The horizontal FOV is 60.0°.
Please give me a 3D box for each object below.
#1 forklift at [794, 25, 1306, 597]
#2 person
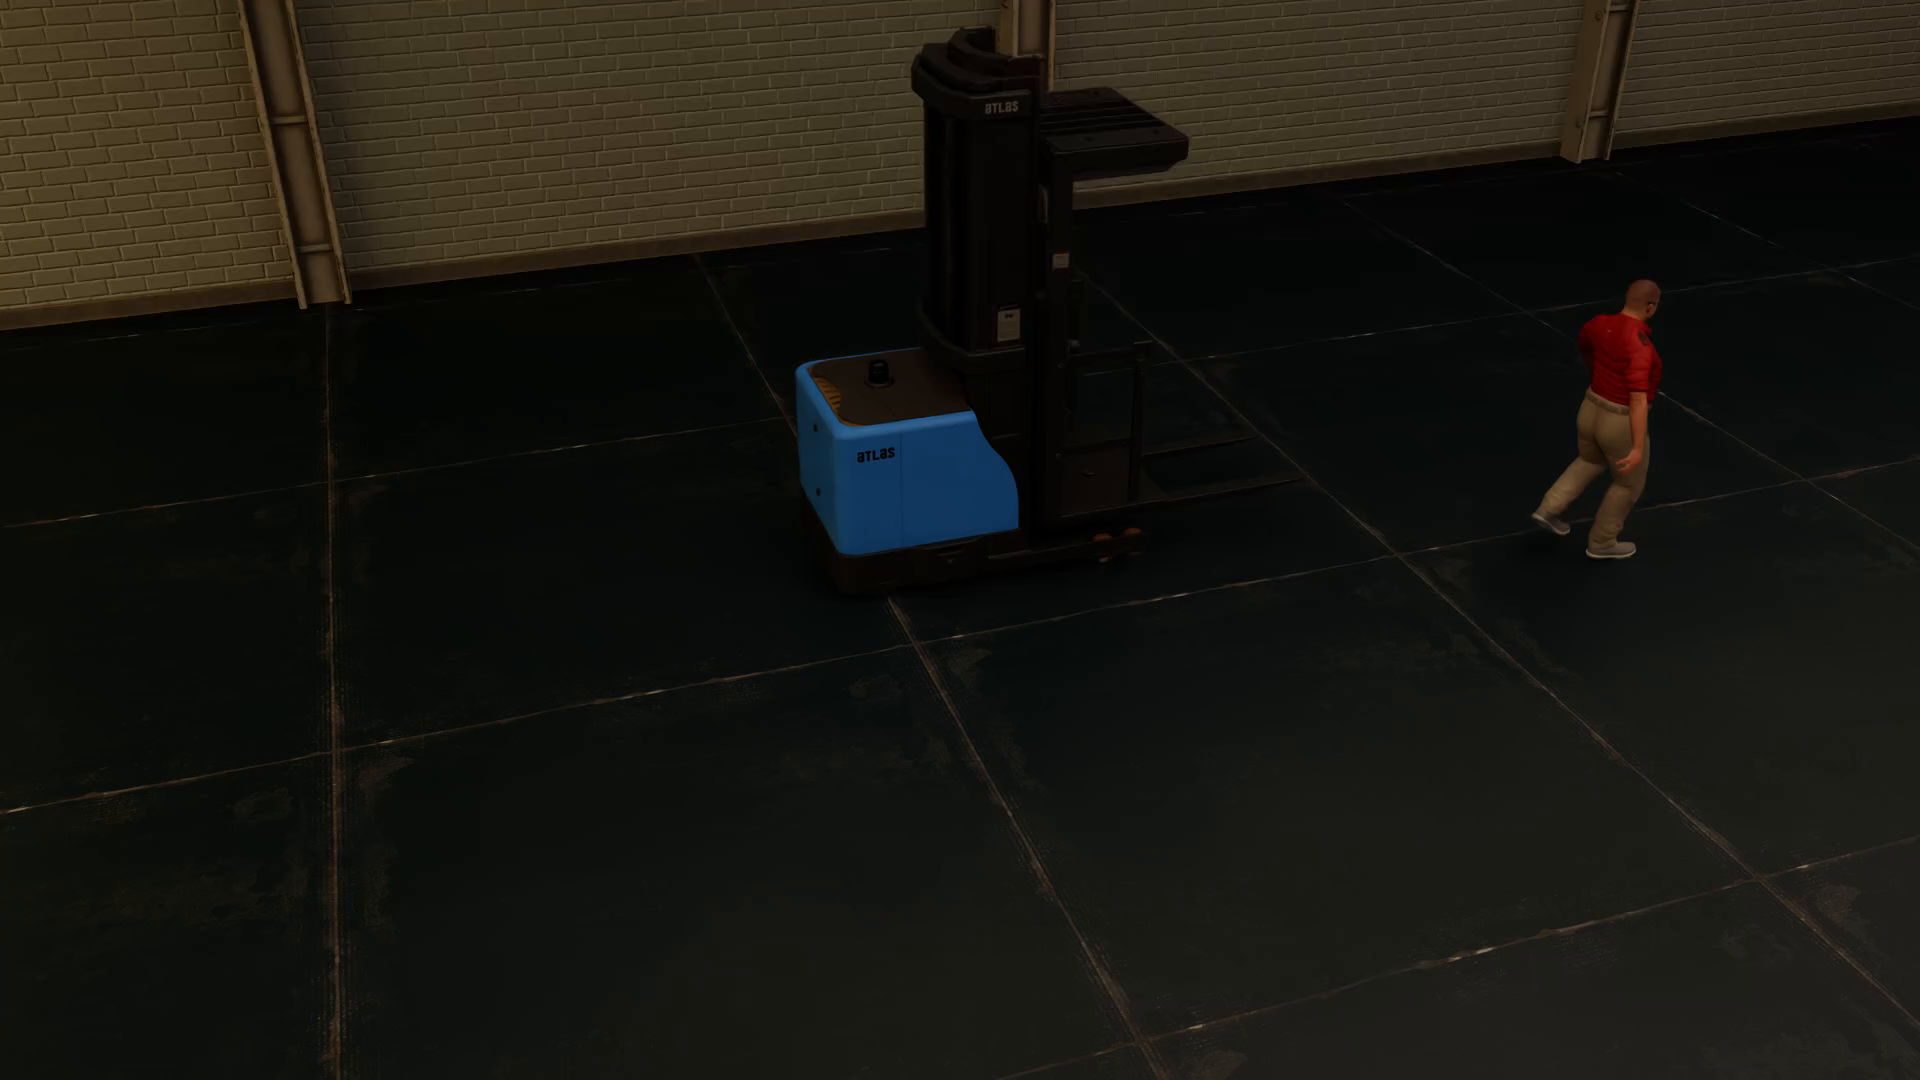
[{"bbox_3d":[0.598,-1.382,9.489,3.031,2.935,1.130,-10,31,-16],"label":"forklift"},{"bbox_3d":[3.712,-0.674,9.489,0.595,1.710,0.792,-11,32,-18],"label":"person"}]
